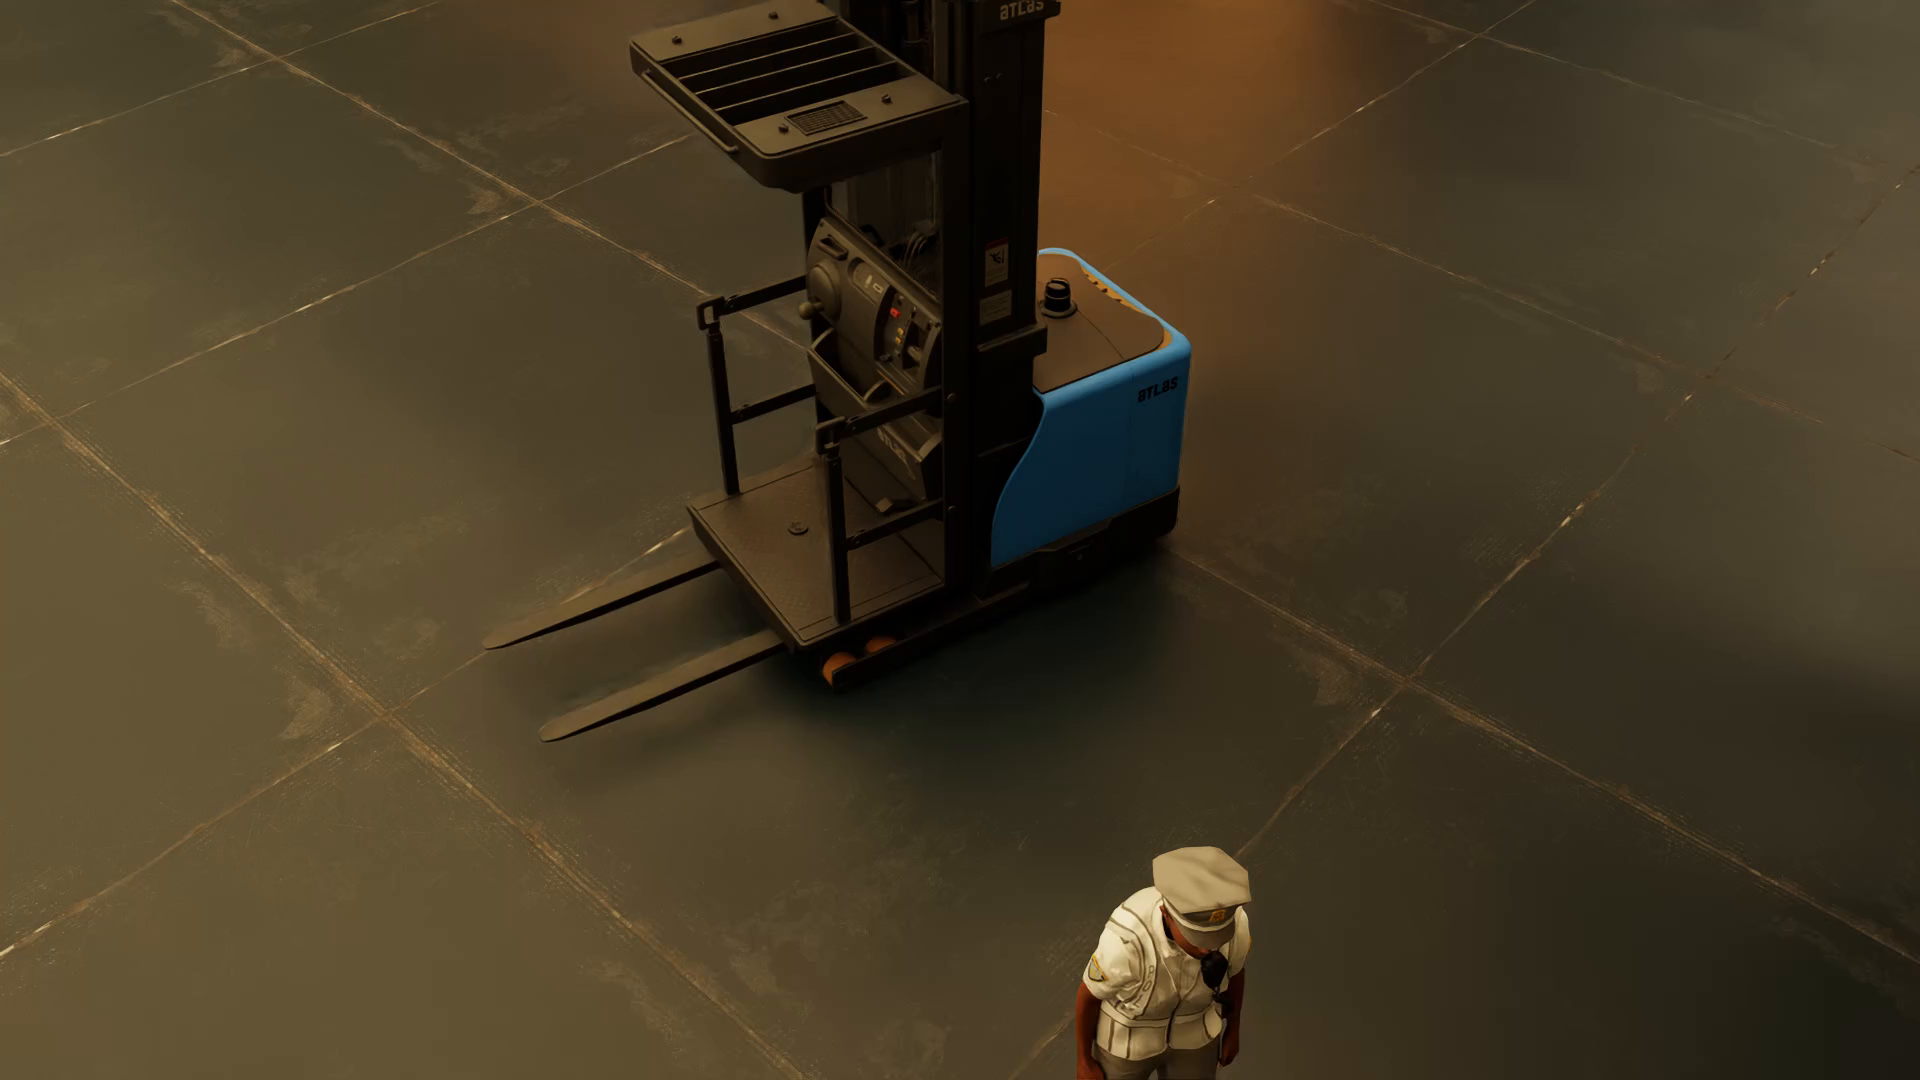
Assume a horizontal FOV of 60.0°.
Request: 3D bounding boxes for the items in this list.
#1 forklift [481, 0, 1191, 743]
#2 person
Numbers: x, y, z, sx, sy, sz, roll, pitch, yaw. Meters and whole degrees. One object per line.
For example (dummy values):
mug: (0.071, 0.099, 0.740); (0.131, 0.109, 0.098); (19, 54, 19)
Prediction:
forklift: (-0.521, -0.878, 6.452); (3.031, 2.935, 1.130); (-23, 46, -24)
person: (0.552, 1.429, 4.742); (0.529, 1.657, 0.398); (-8, 41, -9)
